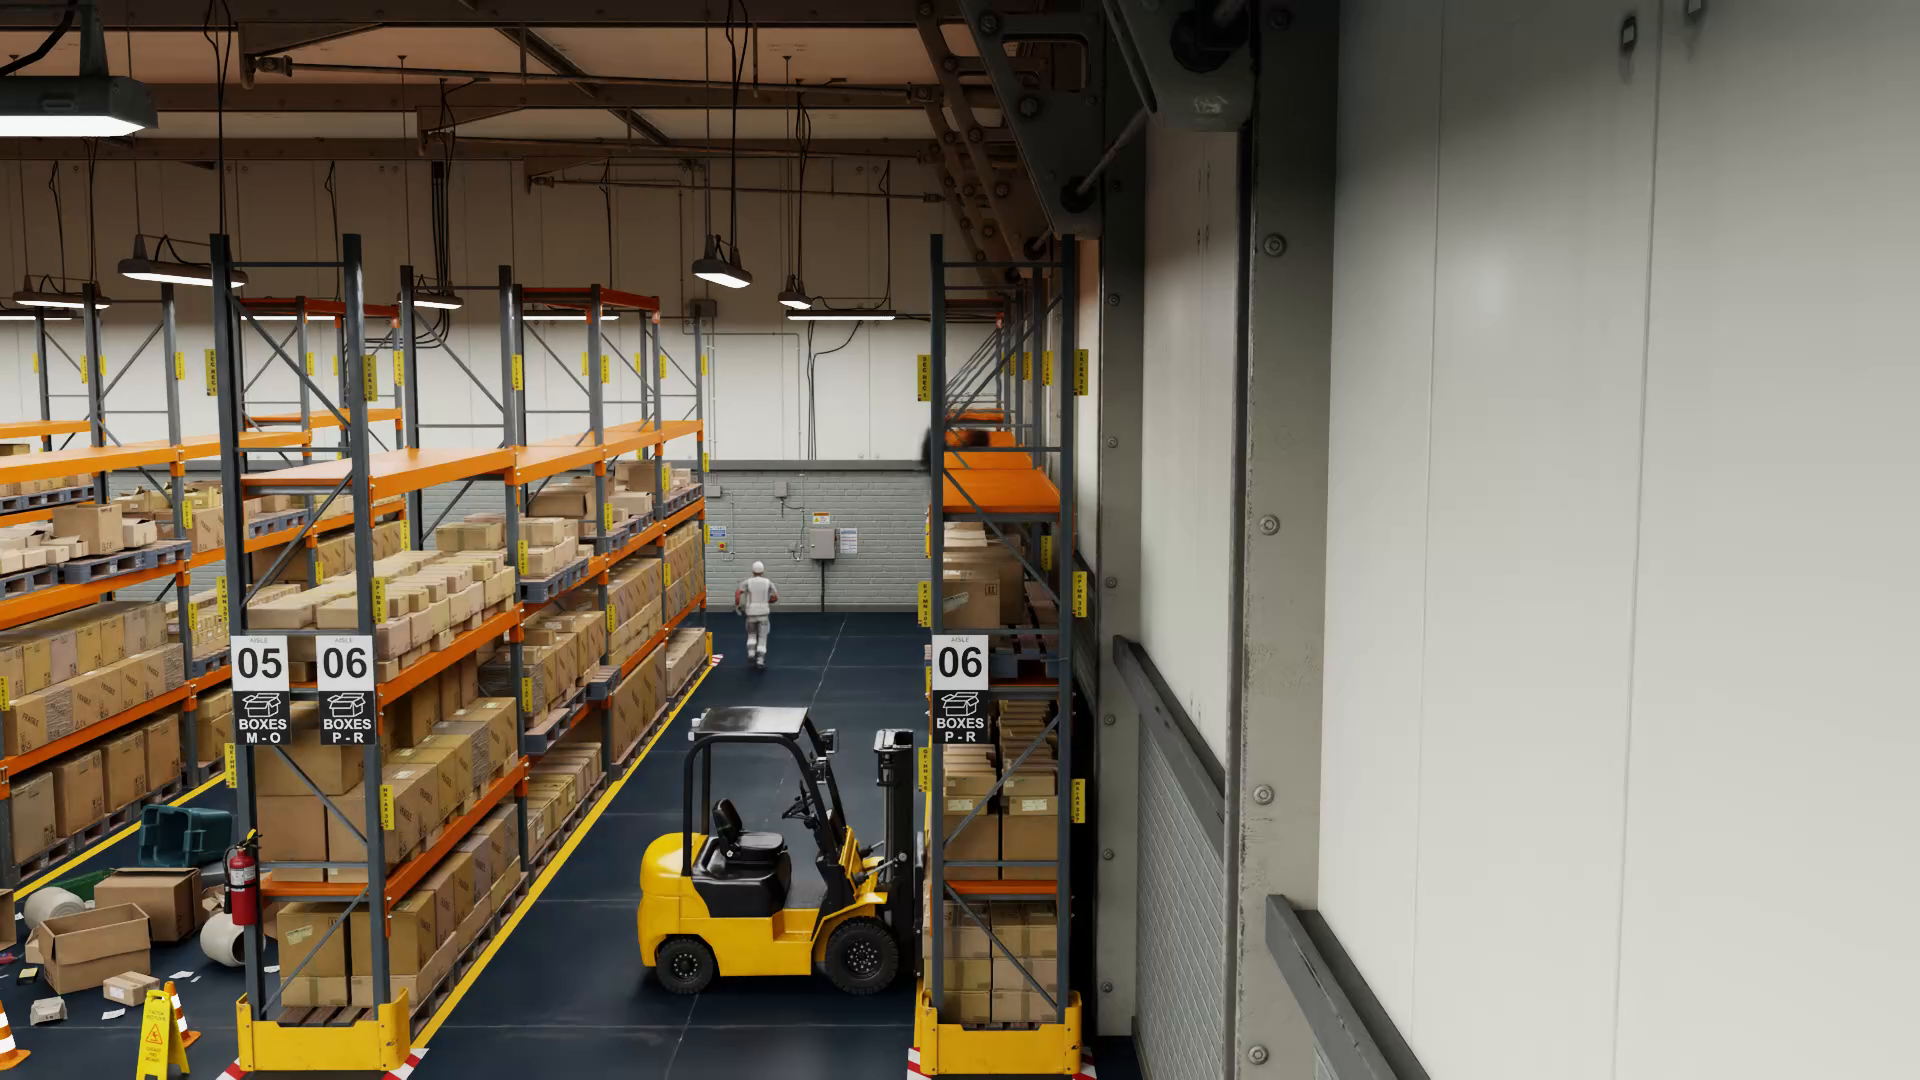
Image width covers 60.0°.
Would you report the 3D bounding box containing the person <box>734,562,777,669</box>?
[{"bbox_3d":[-3.364,1.251,27.522,0.693,1.806,0.691,0,6,-3],"label":"person"}]
